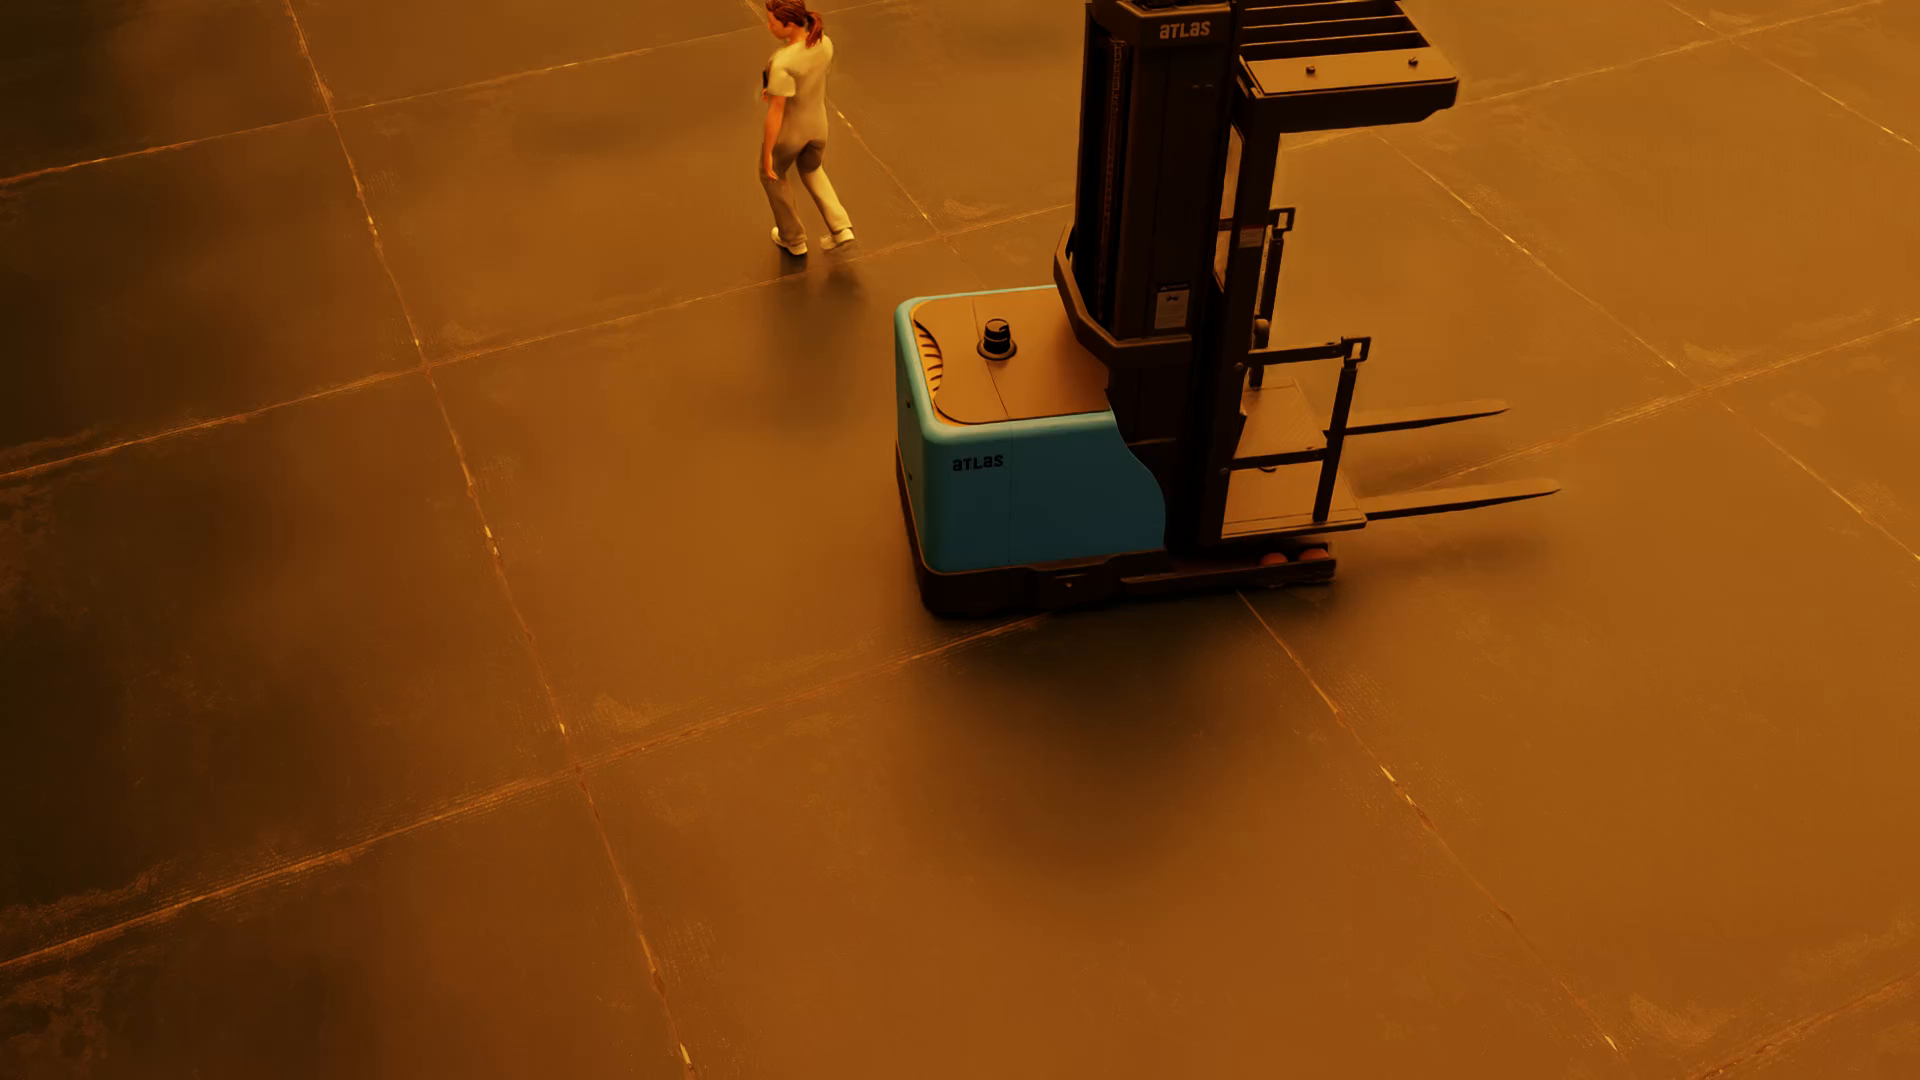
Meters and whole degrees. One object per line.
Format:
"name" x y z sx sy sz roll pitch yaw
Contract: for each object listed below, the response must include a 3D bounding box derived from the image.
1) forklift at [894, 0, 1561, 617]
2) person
"forklift" 1.258 -1.203 6.969 3.031 2.935 1.130 -6 43 -7
"person" -0.917 -2.219 9.027 0.586 1.621 0.610 -27 49 -26
